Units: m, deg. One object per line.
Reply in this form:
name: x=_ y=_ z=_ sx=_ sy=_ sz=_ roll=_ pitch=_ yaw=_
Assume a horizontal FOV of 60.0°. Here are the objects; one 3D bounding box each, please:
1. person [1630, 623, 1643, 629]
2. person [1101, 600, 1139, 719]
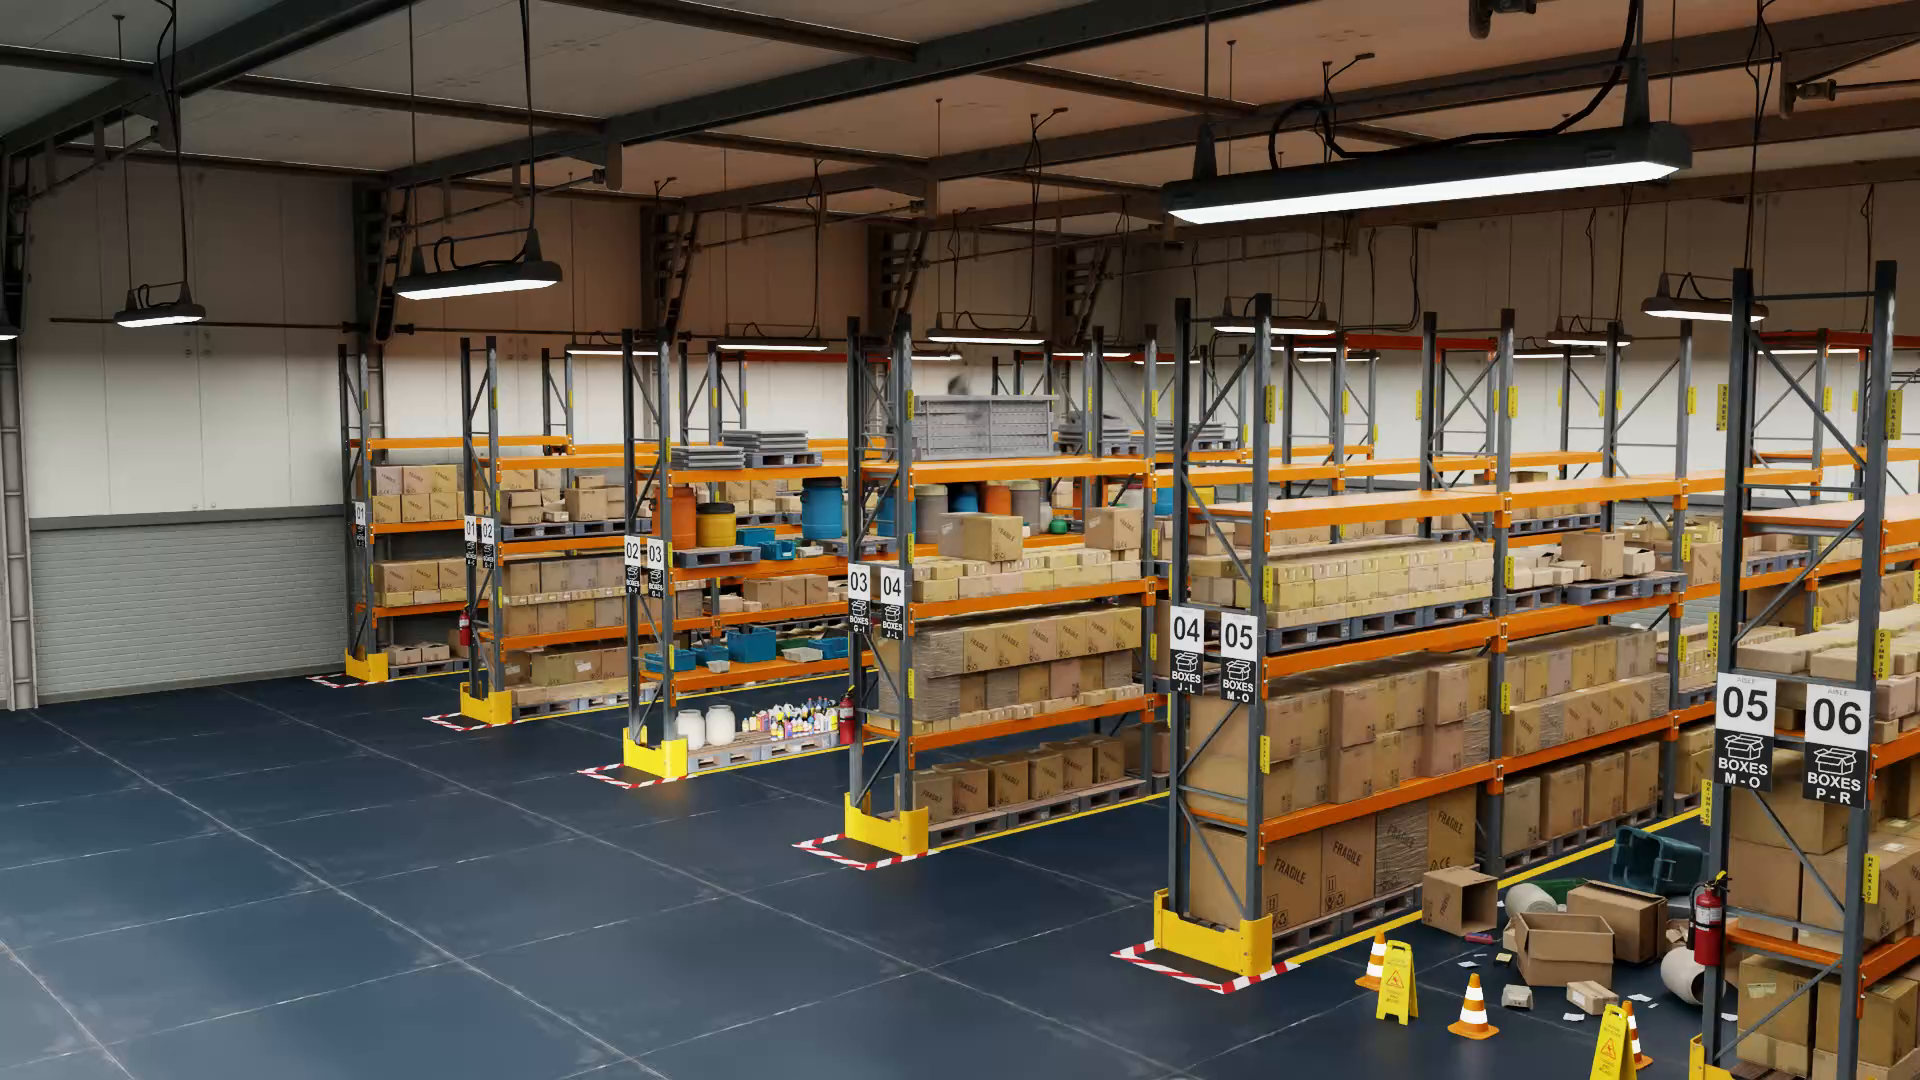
person: x=9.802 y=2.119 z=24.171 sx=0.810 sy=1.840 sz=0.689 roll=-4 pitch=6 yaw=-38
person: x=2.441 y=1.735 z=24.879 sx=0.651 sy=1.823 sz=0.909 roll=4 pitch=7 yaw=40
